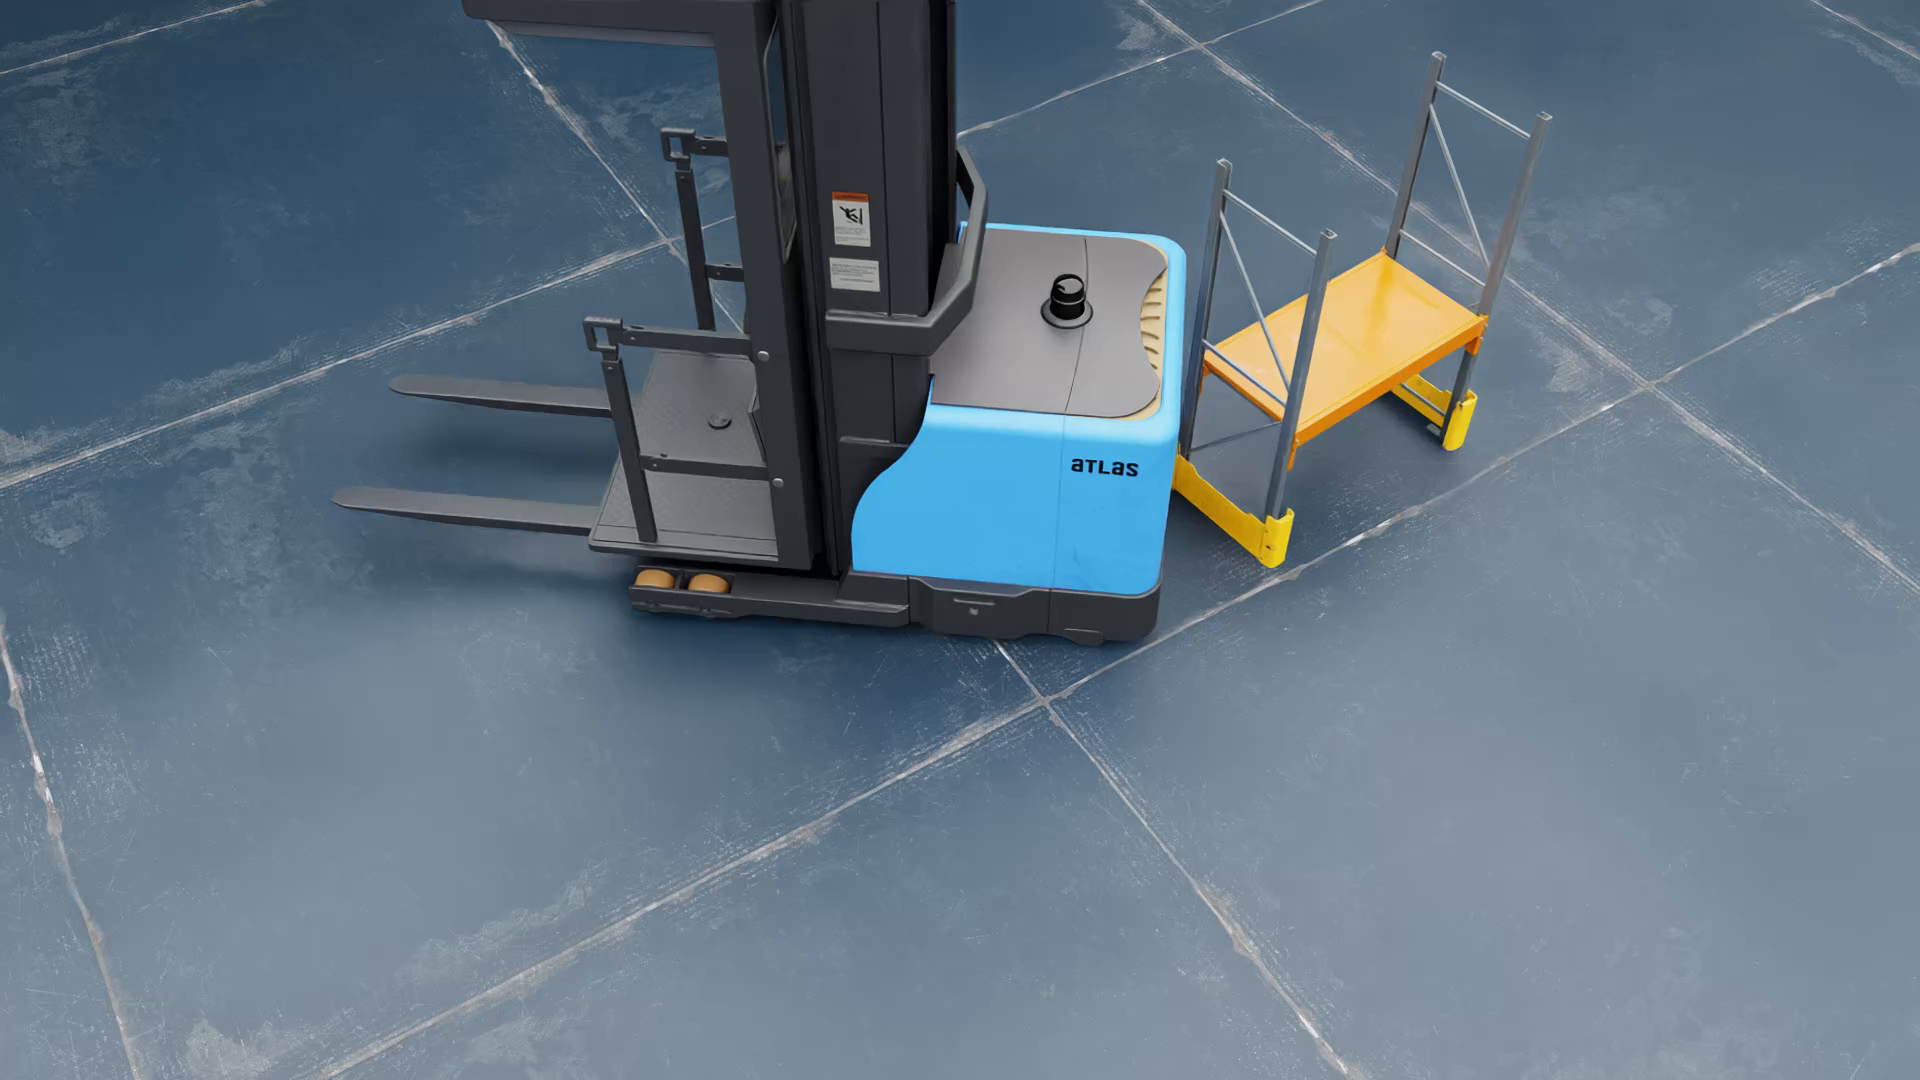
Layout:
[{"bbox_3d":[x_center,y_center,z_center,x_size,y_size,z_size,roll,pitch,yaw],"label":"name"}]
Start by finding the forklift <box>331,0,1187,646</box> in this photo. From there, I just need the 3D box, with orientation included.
[{"bbox_3d":[-0.759,-1.083,5.252,3.031,2.935,1.130,5,49,4],"label":"forklift"}]

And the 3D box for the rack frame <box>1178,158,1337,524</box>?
[{"bbox_3d":[0.986,-0.571,5.754,0.032,1.500,0.500,-30,55,-24],"label":"rack frame"}]

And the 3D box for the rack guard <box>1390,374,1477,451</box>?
[{"bbox_3d":[1.788,-0.620,6.635,0.087,0.250,0.587,-30,55,-24],"label":"rack guard"}]

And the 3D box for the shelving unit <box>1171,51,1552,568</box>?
[{"bbox_3d":[1.395,-0.808,5.965,1.083,1.500,0.587,-30,55,-24],"label":"shelving unit"}]

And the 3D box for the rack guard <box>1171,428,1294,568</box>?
[{"bbox_3d":[1.001,-0.164,6.229,0.087,0.250,0.587,-30,55,-24],"label":"rack guard"}]

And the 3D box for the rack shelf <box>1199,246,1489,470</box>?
[{"bbox_3d":[1.388,-0.684,6.096,1.000,0.185,0.538,-30,55,-24],"label":"rack shelf"}]

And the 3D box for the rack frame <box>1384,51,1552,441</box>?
[{"bbox_3d":[1.789,-1.036,6.169,0.032,1.500,0.500,-30,55,-24],"label":"rack frame"}]
